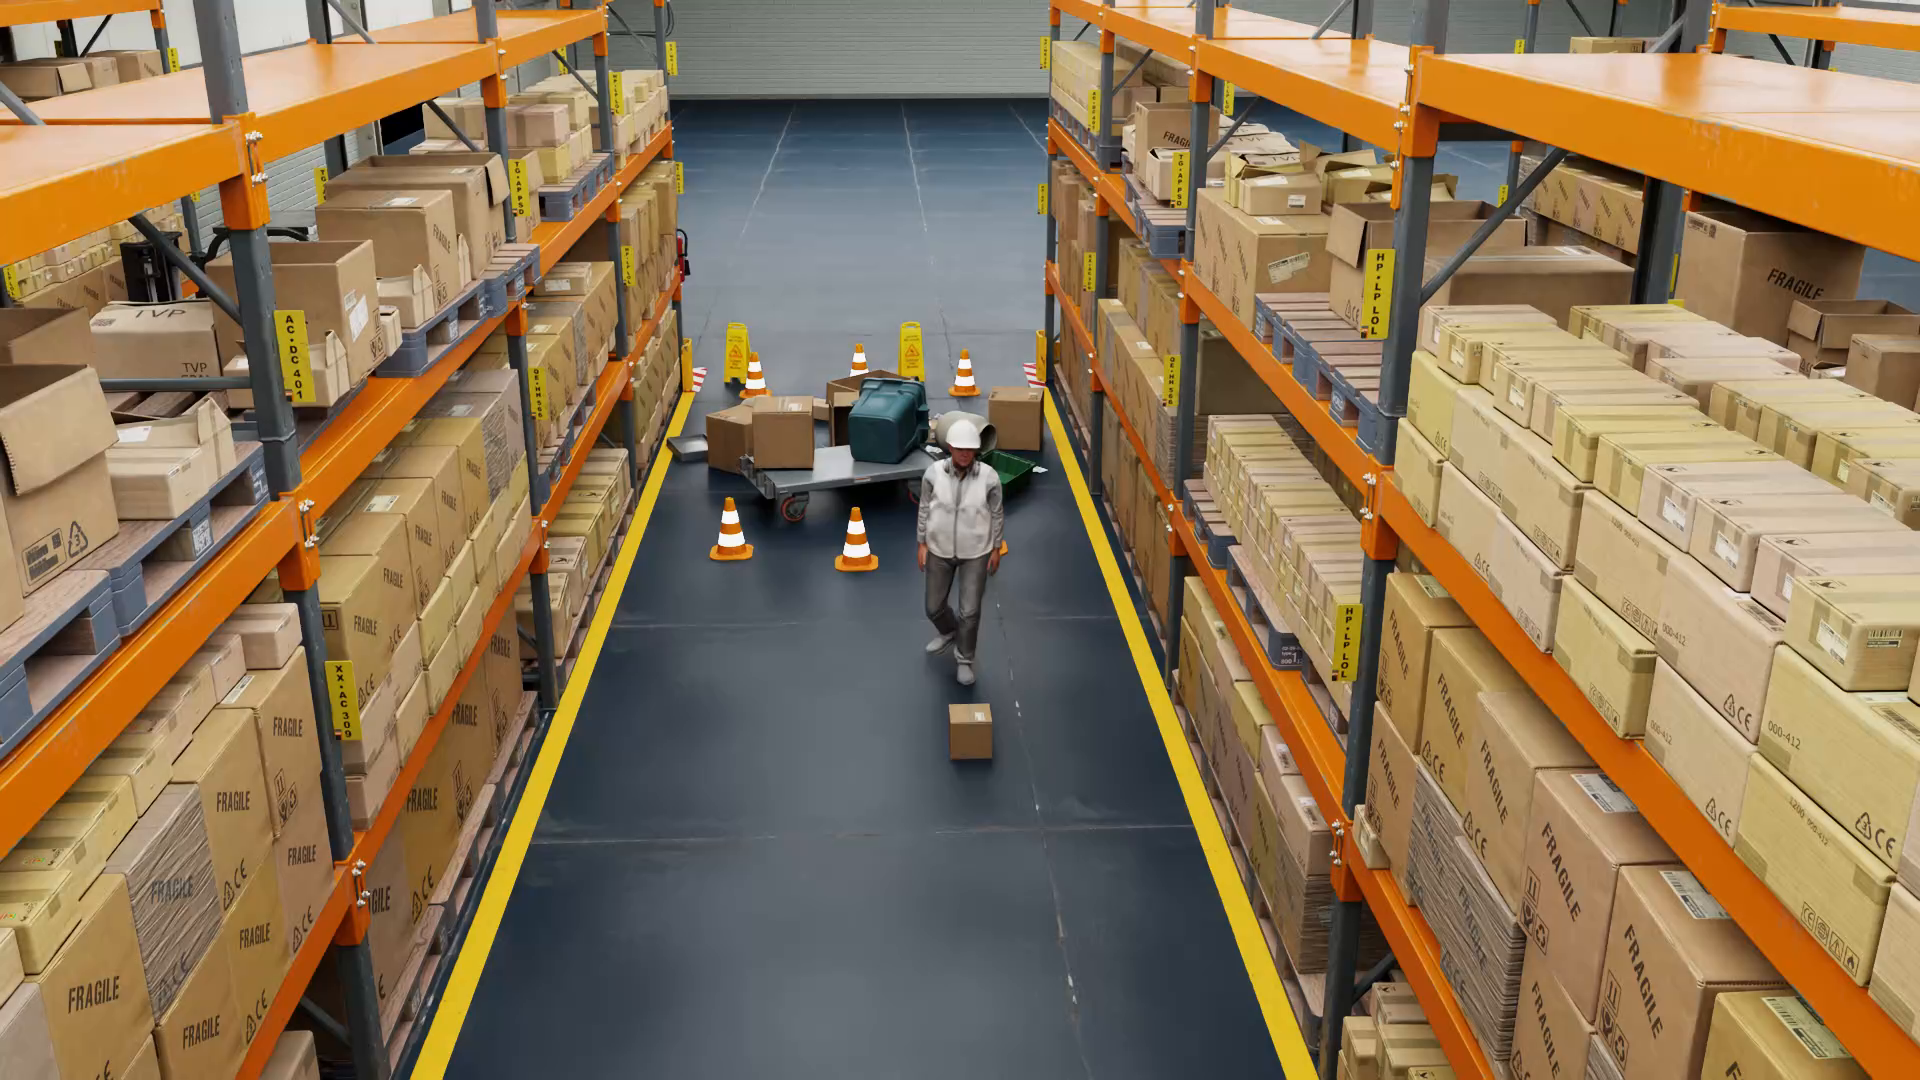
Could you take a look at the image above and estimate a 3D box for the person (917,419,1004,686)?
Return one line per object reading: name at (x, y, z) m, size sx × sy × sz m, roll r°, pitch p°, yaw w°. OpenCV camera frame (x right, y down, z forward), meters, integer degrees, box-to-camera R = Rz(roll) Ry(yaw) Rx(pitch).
person at (0.007, 0.045, 10.927) m, size 0.563 × 1.774 × 0.552 m, roll 3°, pitch 20°, yaw 8°
